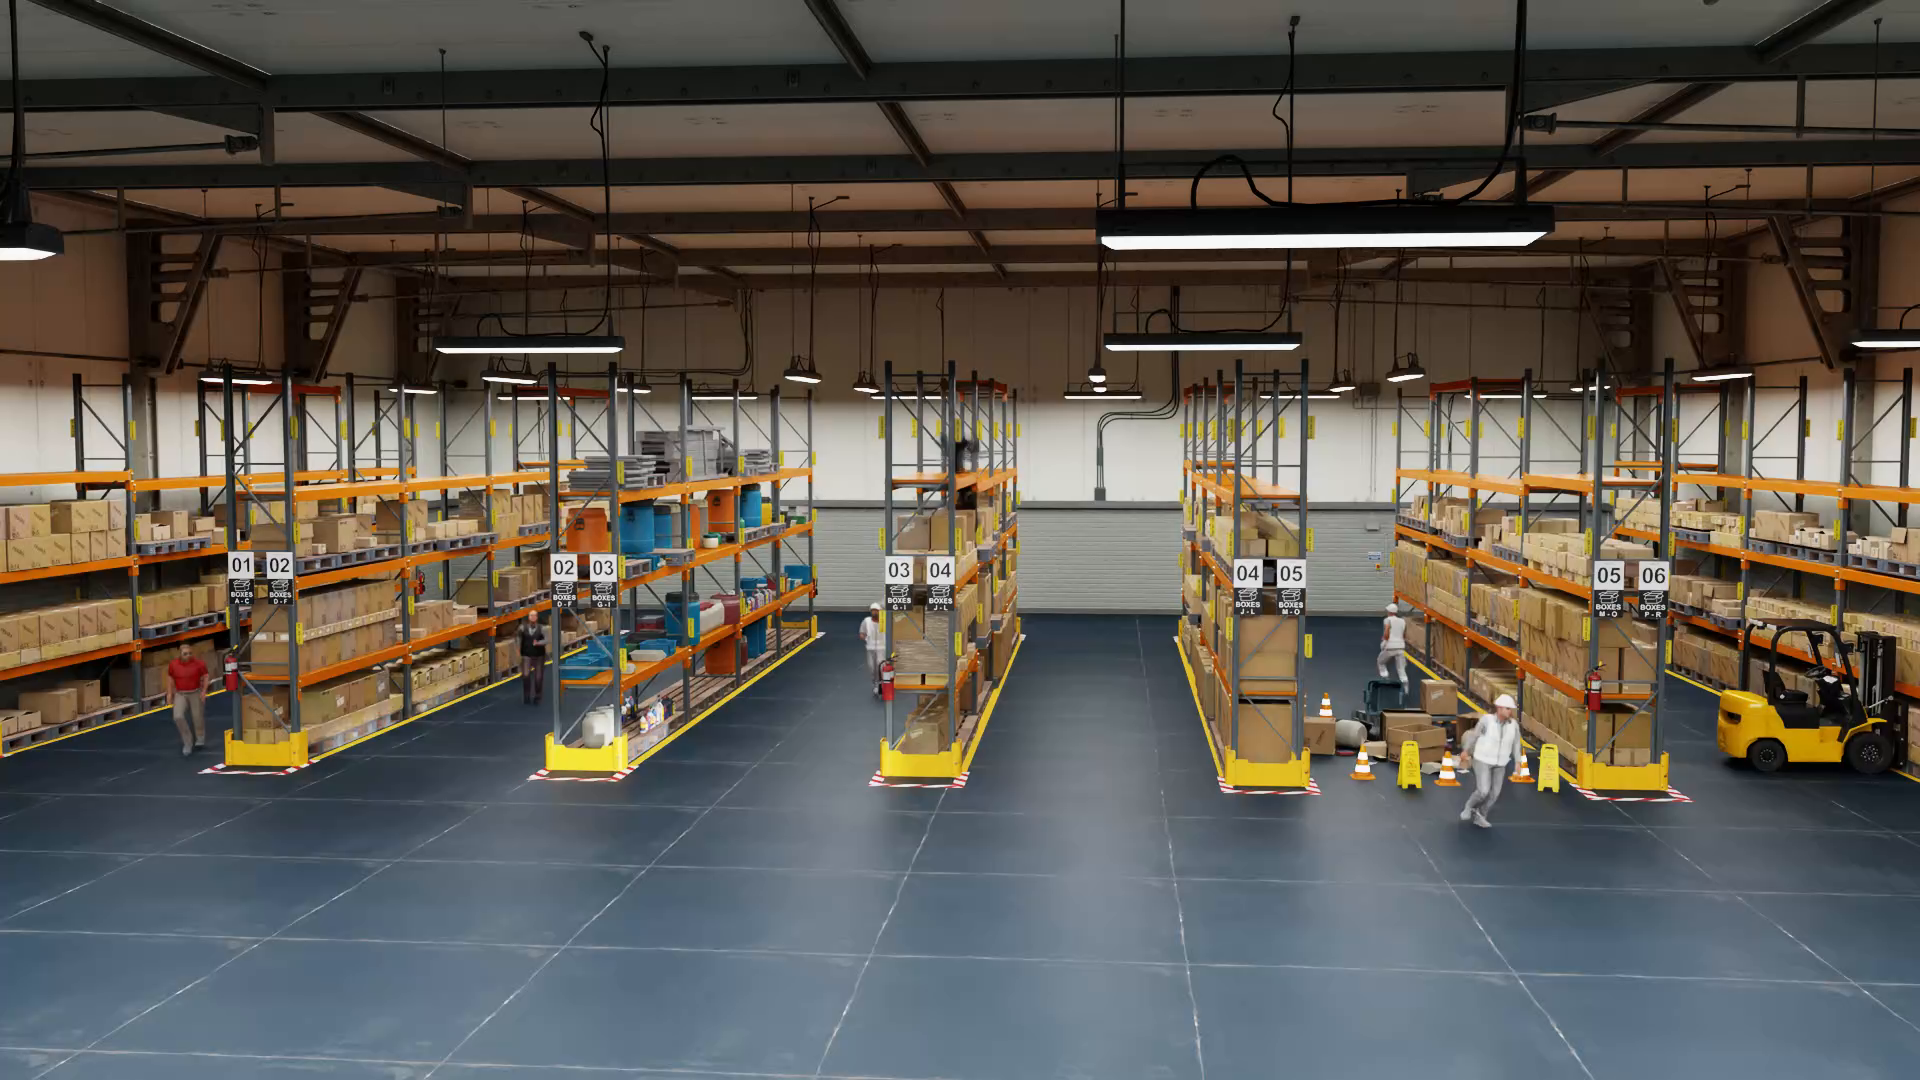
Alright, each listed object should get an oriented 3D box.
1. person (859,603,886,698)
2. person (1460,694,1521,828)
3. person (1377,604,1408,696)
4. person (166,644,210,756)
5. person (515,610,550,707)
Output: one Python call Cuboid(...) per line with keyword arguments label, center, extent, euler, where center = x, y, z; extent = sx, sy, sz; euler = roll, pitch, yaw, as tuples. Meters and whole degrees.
Cuboid(label="person", center=(-1.555, 2.065, 31.182), extent=(0.658, 1.784, 0.796), euler=(0, 4, 7))
Cuboid(label="person", center=(6.675, 2.769, 20.851), extent=(0.665, 1.718, 0.619), euler=(-1, 4, -11))
Cuboid(label="person", center=(8.155, 2.068, 31.248), extent=(0.619, 1.724, 0.972), euler=(-1, 4, -10))
Cuboid(label="person", center=(-12.040, 2.457, 25.959), extent=(0.650, 1.725, 0.763), euler=(-1, 4, -14))
Cuboid(label="person", center=(-7.789, 2.156, 30.292), extent=(0.640, 1.748, 0.720), euler=(-1, 4, -11))
